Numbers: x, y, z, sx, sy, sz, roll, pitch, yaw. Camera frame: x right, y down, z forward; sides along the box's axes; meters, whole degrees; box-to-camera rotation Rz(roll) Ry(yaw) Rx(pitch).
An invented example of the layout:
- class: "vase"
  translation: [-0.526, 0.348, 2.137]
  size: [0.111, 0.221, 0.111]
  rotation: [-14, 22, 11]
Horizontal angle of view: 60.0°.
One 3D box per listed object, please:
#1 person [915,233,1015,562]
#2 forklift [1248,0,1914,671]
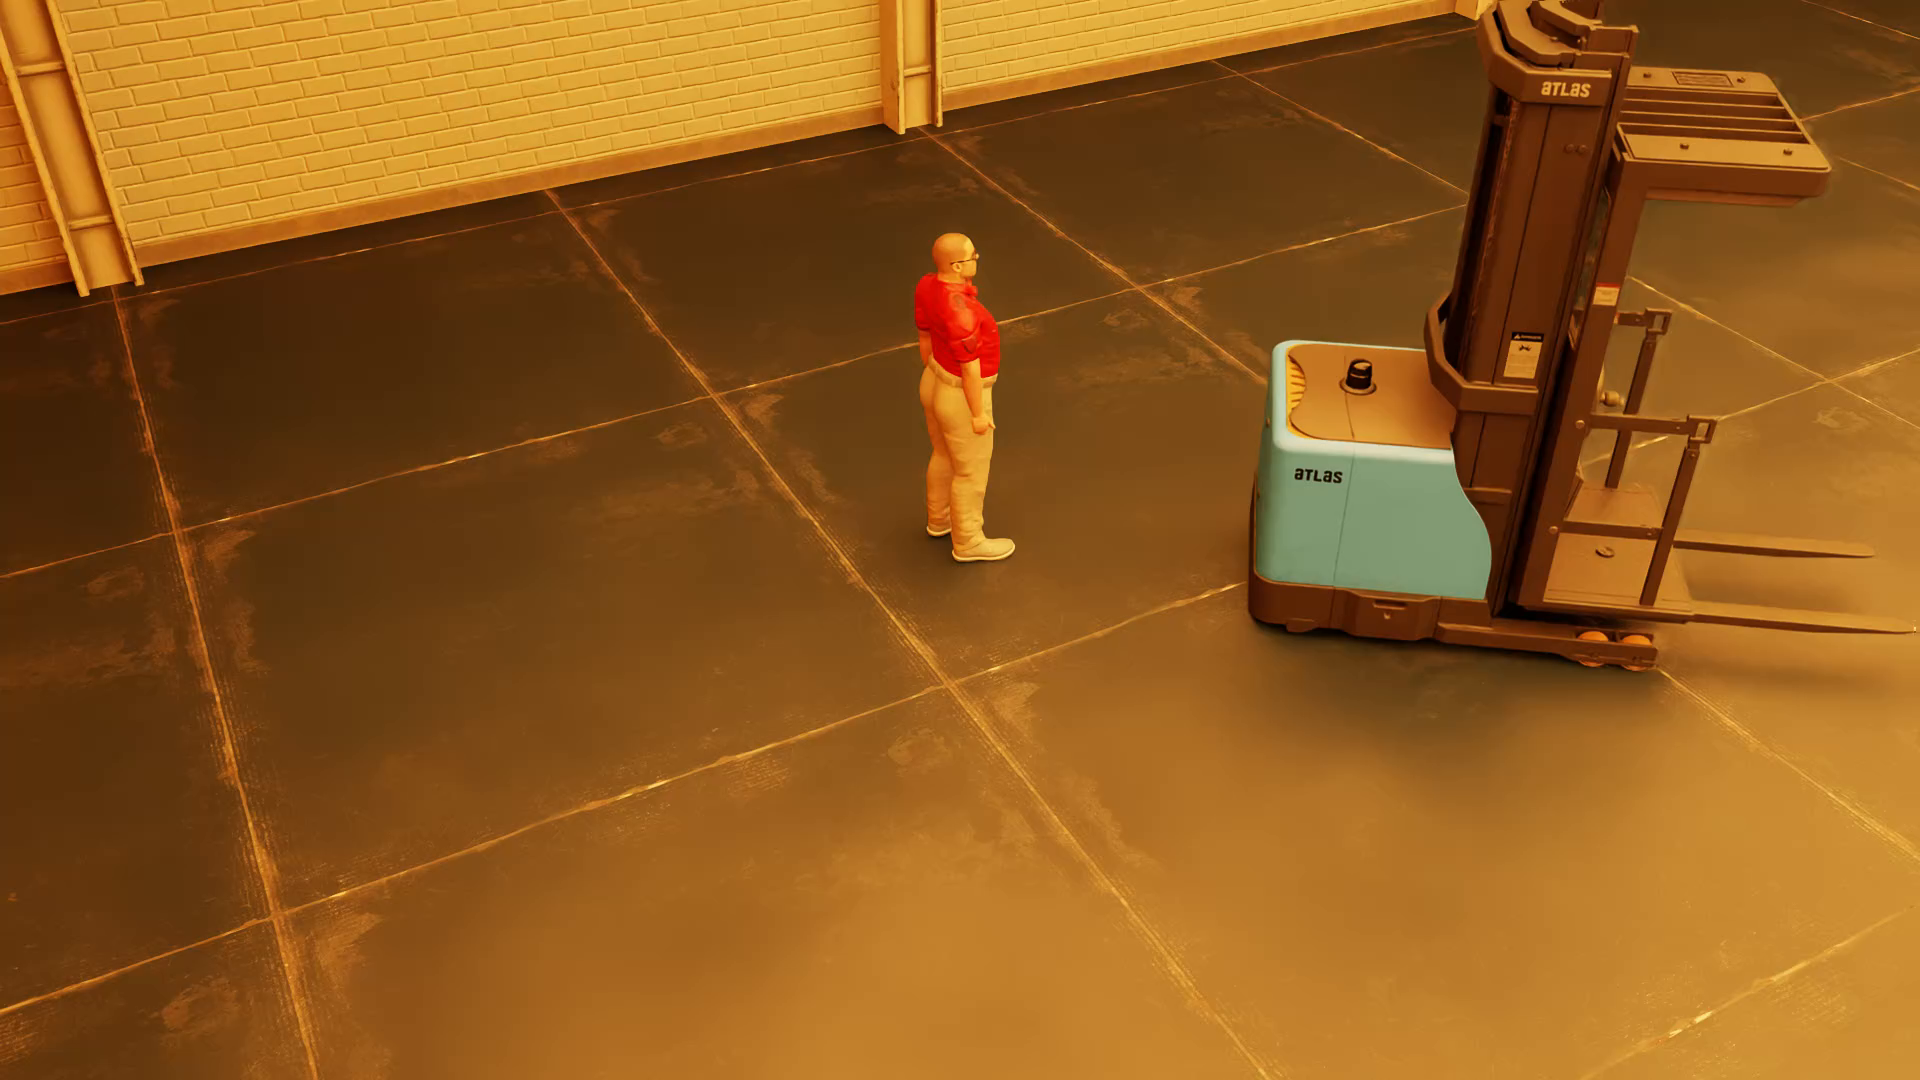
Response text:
- class: "person"
  translation: [0.011, -0.711, 8.175]
  size: [0.385, 1.728, 0.526]
  rotation: [-17, 39, -23]
- class: "forklift"
  translation: [2.960, -0.915, 7.417]
  size: [3.031, 2.935, 1.130]
  rotation: [5, 36, 7]
